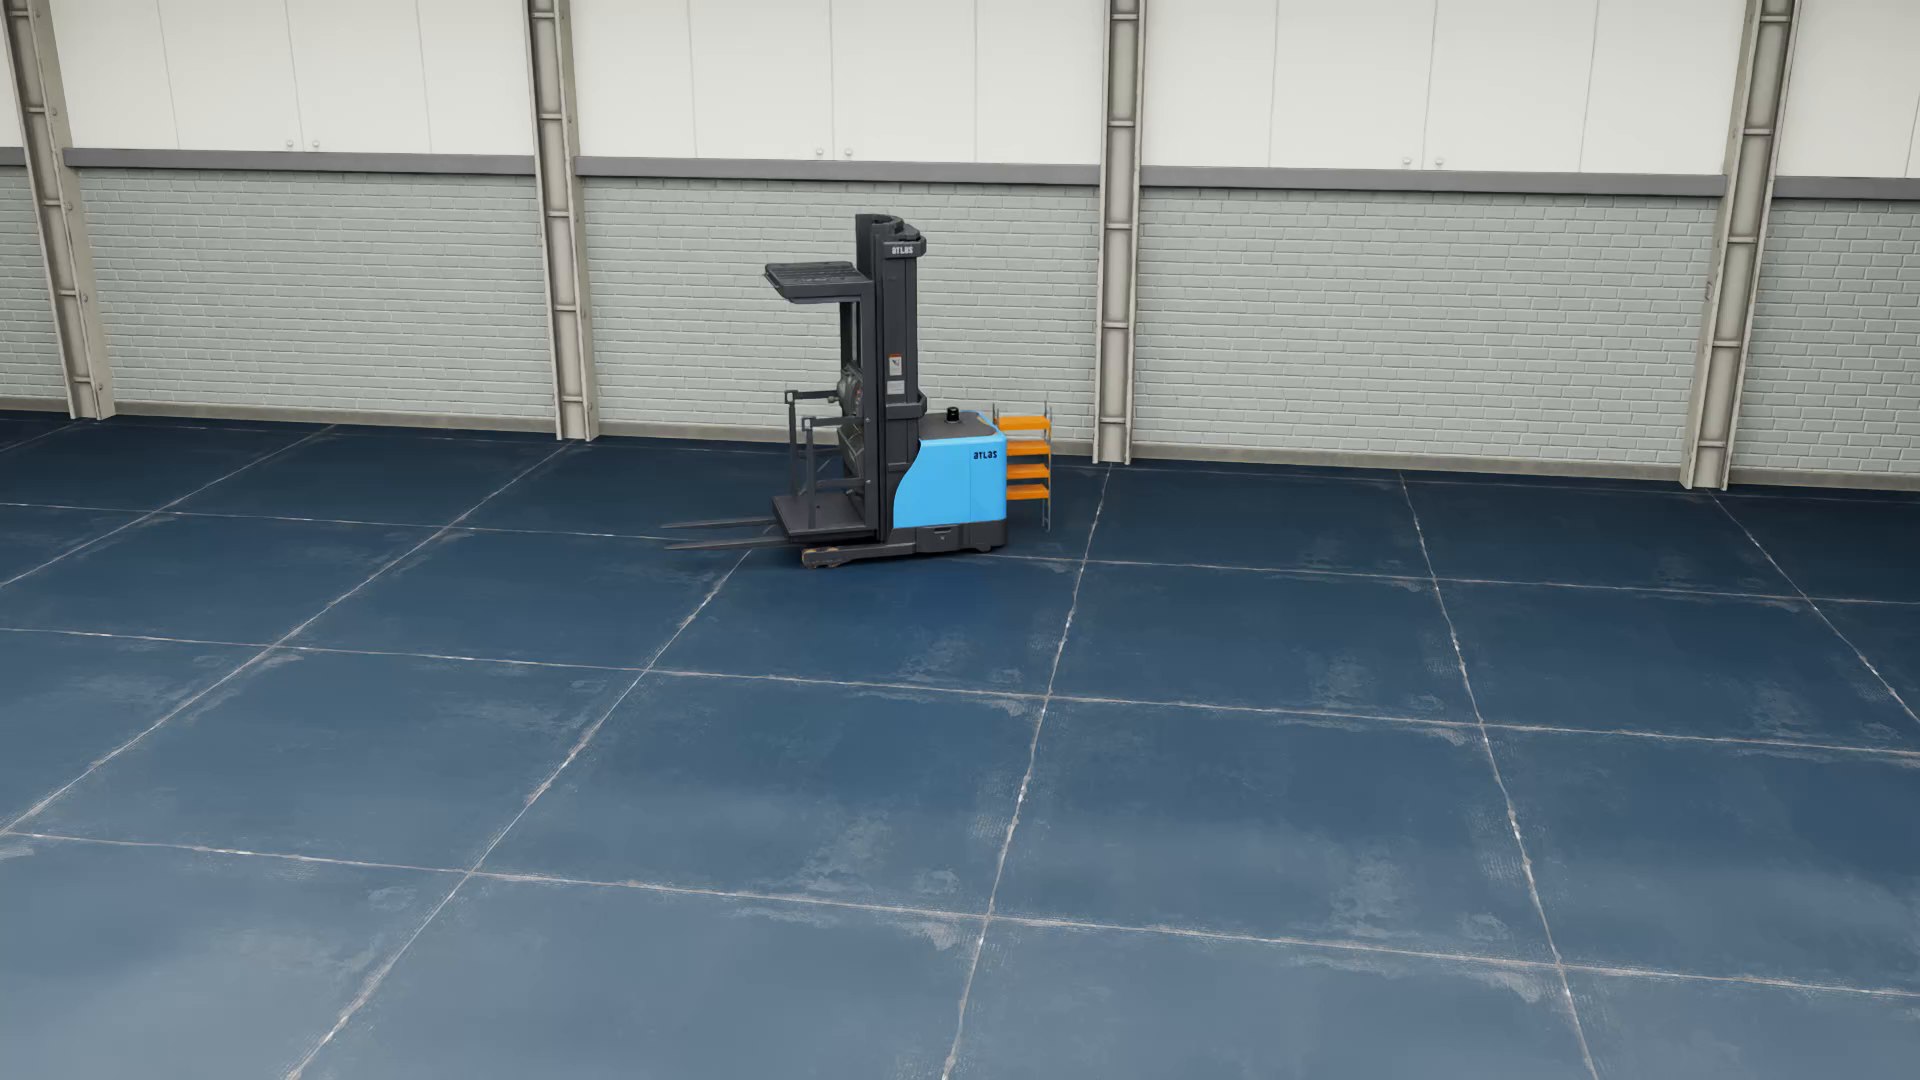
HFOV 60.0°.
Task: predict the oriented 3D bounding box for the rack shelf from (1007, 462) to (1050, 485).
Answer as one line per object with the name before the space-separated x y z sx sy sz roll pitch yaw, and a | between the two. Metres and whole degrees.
rack shelf | 0.566 -0.604 15.376 0.480 0.148 0.258 -3 19 -10

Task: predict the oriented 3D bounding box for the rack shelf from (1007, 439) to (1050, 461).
rack shelf | 0.566 -0.816 15.305 0.480 0.148 0.258 -3 19 -10

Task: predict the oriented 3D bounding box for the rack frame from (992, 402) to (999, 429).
rack frame | 0.326 -0.653 15.312 0.015 1.200 0.240 -3 19 -10

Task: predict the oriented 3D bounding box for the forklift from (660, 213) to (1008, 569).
forklift | -1.146 -1.323 14.585 3.031 2.935 1.130 -5 19 -13

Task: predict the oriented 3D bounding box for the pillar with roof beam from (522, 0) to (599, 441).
pillar with roof beam | -4.977 -4.080 13.261 0.400 9.000 9.100 3 19 9

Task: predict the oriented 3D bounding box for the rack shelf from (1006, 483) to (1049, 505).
rack shelf | 0.566 -0.416 15.439 0.480 0.148 0.258 -3 19 -10

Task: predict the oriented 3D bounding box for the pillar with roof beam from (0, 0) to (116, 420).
pillar with roof beam | -10.901 -4.382 14.163 0.400 9.000 9.100 3 19 9

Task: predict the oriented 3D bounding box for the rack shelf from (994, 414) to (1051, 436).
rack shelf | 0.566 -1.040 15.230 0.480 0.148 0.258 -3 19 -10

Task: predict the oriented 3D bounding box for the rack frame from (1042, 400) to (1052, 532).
rack frame | 0.805 -0.682 15.398 0.015 1.200 0.240 -3 19 -10

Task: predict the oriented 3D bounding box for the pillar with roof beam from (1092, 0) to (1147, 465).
pillar with roof beam | 0.947 -3.778 12.358 0.400 9.000 9.100 3 19 9

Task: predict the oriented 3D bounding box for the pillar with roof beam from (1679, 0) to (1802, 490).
pillar with roof beam | 6.871 -3.476 11.456 0.400 9.000 9.100 3 19 9

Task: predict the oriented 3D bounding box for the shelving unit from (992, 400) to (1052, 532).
shelving unit | 0.566 -0.668 15.355 0.503 1.200 0.258 -3 19 -10
